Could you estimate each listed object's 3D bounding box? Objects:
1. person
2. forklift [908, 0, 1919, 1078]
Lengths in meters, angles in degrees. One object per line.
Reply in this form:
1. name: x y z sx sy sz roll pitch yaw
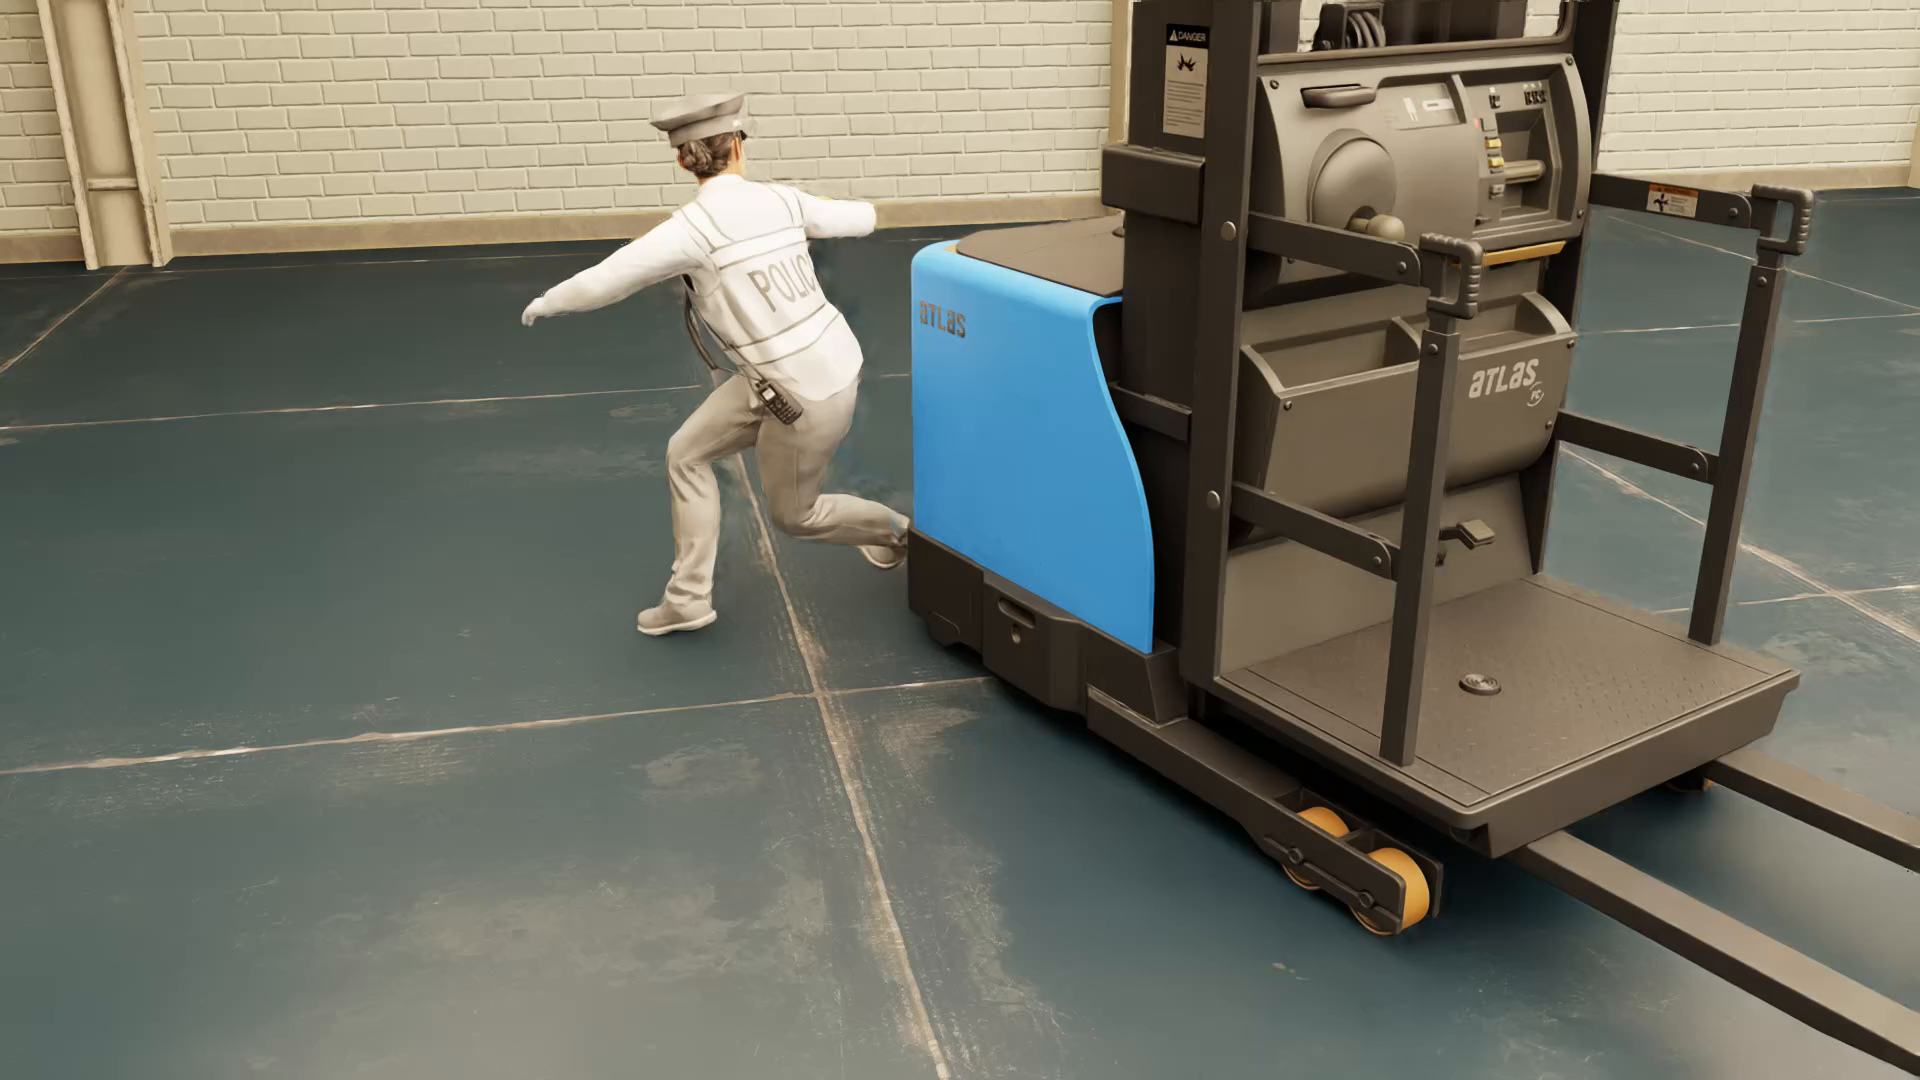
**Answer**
1. person: -0.615 -0.483 4.561 1.065 1.464 0.821 4 21 11
2. forklift: 1.097 -0.787 3.255 1.130 2.935 3.031 -14 25 -31
